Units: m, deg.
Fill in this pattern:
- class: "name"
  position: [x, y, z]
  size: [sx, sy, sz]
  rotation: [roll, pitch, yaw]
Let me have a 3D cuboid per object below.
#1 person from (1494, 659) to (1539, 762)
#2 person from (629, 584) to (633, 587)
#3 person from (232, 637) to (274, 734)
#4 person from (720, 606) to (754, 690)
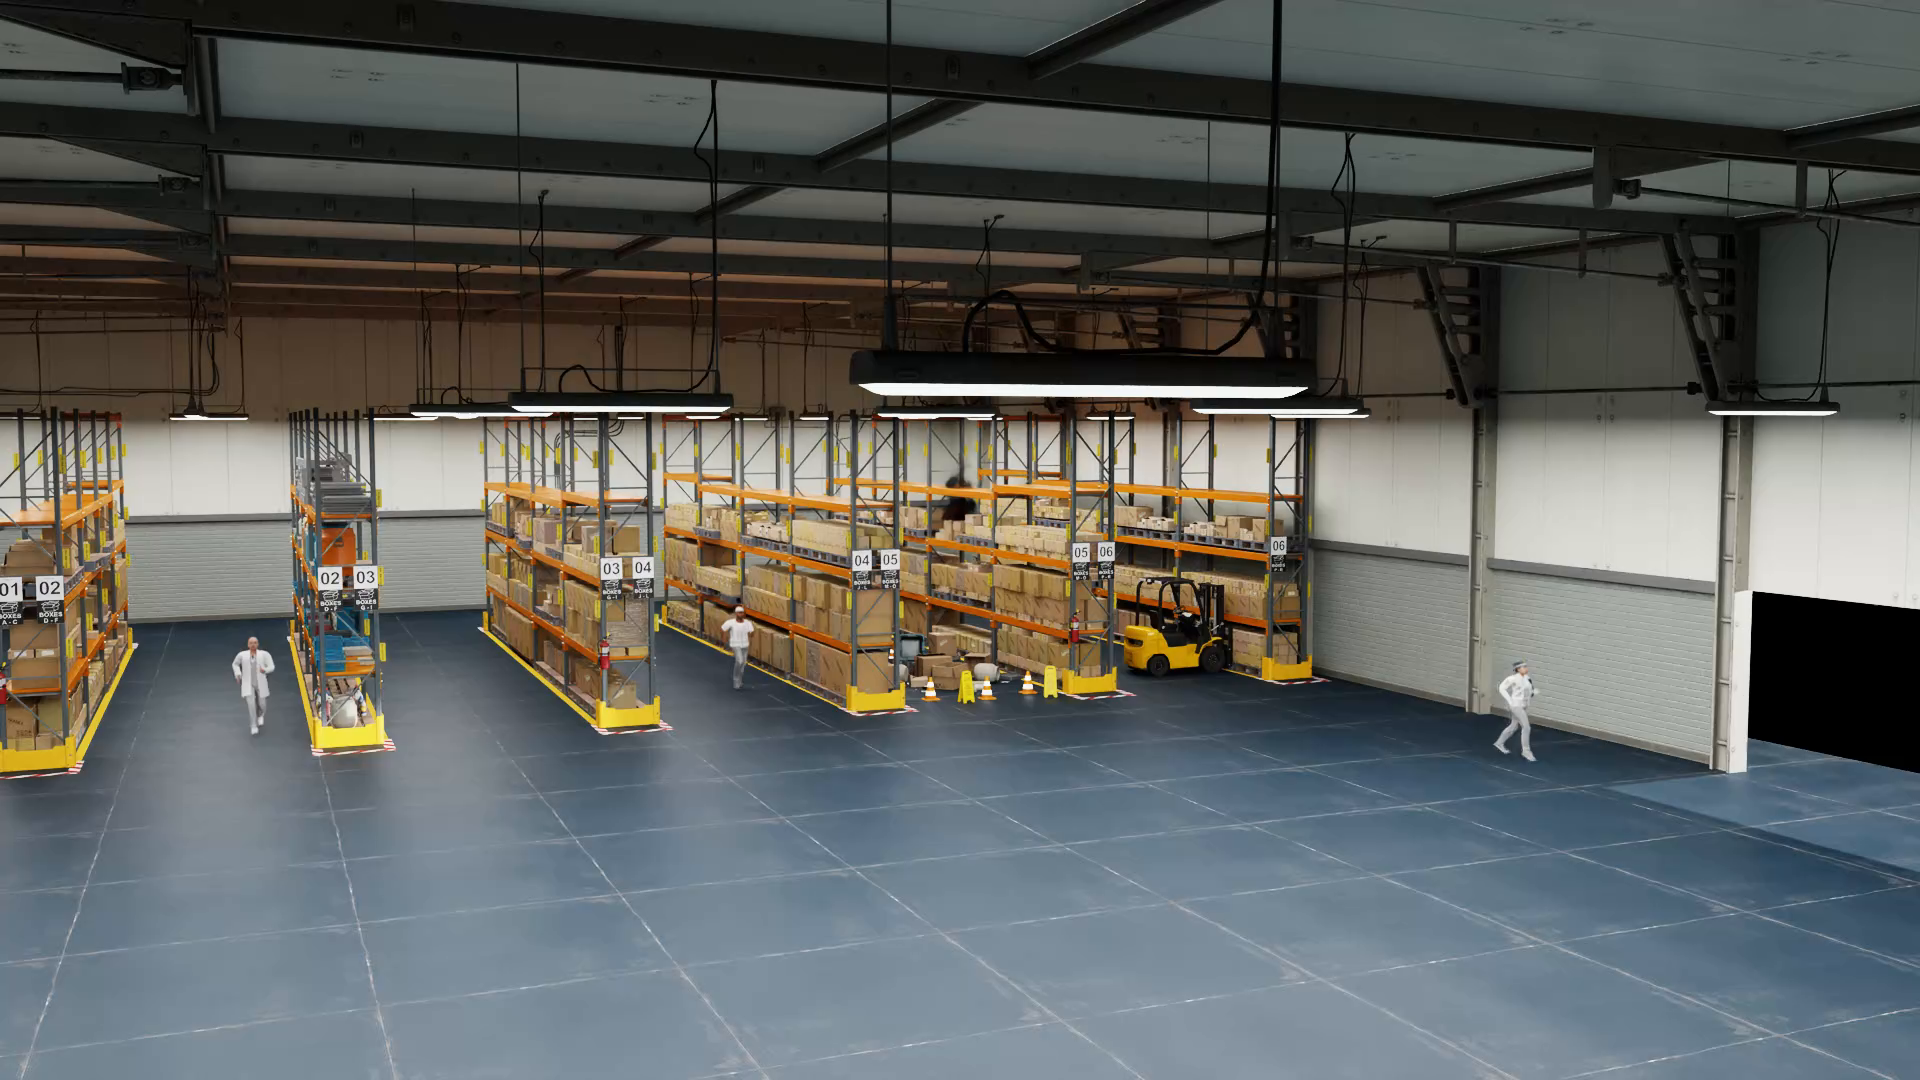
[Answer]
- class: "person"
  position: [9.558, 2.890, 28.488]
  size: [0.805, 1.743, 0.586]
  rotation: [4, 6, 45]
- class: "person"
  position: [-8.652, 1.720, 44.944]
  size: [0.645, 1.751, 0.913]
  rotation: [-1, 4, -12]
- class: "person"
  position: [-13.099, 2.678, 30.851]
  size: [0.719, 1.752, 0.979]
  rotation: [-2, 4, -26]
- class: "person"
  position: [-4.757, 2.332, 35.905]
  size: [0.671, 1.799, 0.728]
  rotation: [-3, 5, -33]
